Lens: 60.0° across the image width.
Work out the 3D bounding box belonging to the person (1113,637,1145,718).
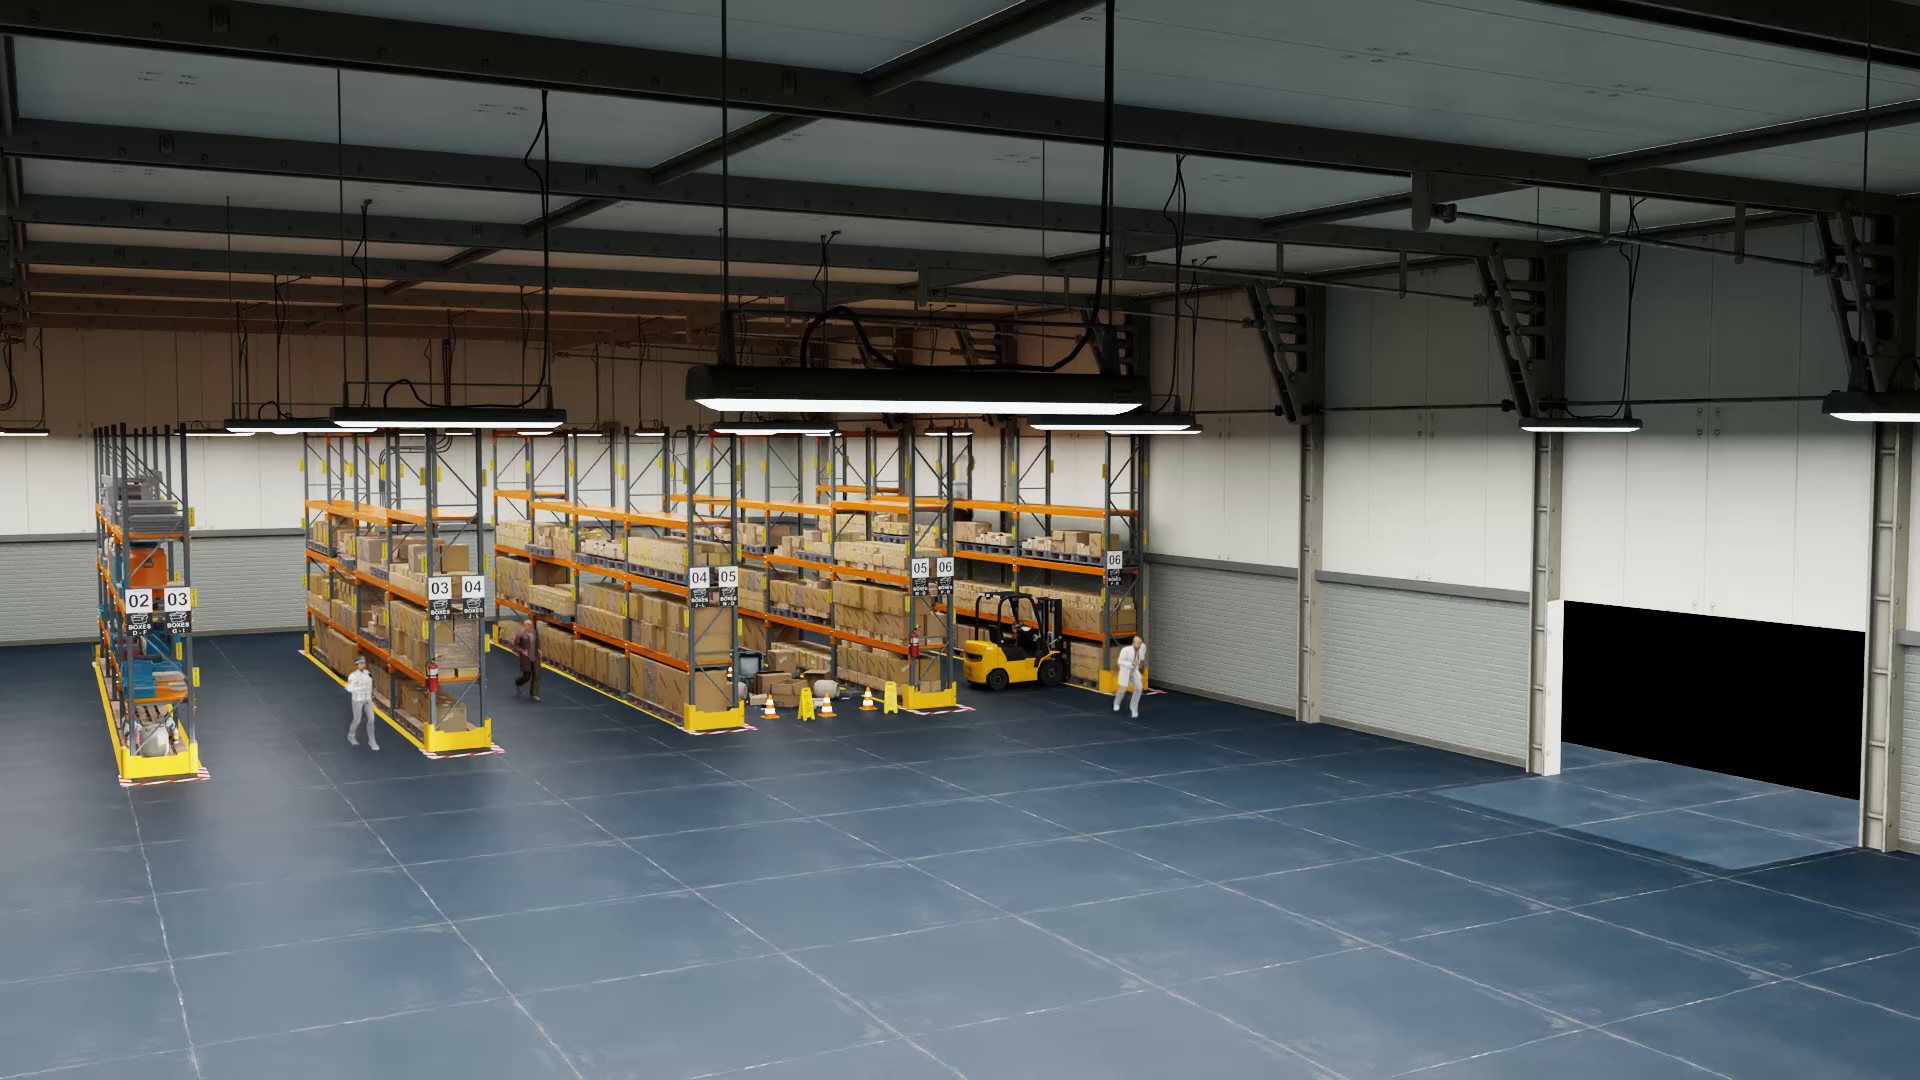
[{"bbox_3d":[3.508,2.827,34.510,0.752,1.730,1.071,-2,4,-26],"label":"person"}]

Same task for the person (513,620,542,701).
[{"bbox_3d":[-9.491,2.632,36.580,0.711,1.755,0.918,-3,5,-42],"label":"person"}]

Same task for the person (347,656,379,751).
[{"bbox_3d":[-11.064,3.005,30.742,0.820,1.721,0.604,3,5,41],"label":"person"}]
